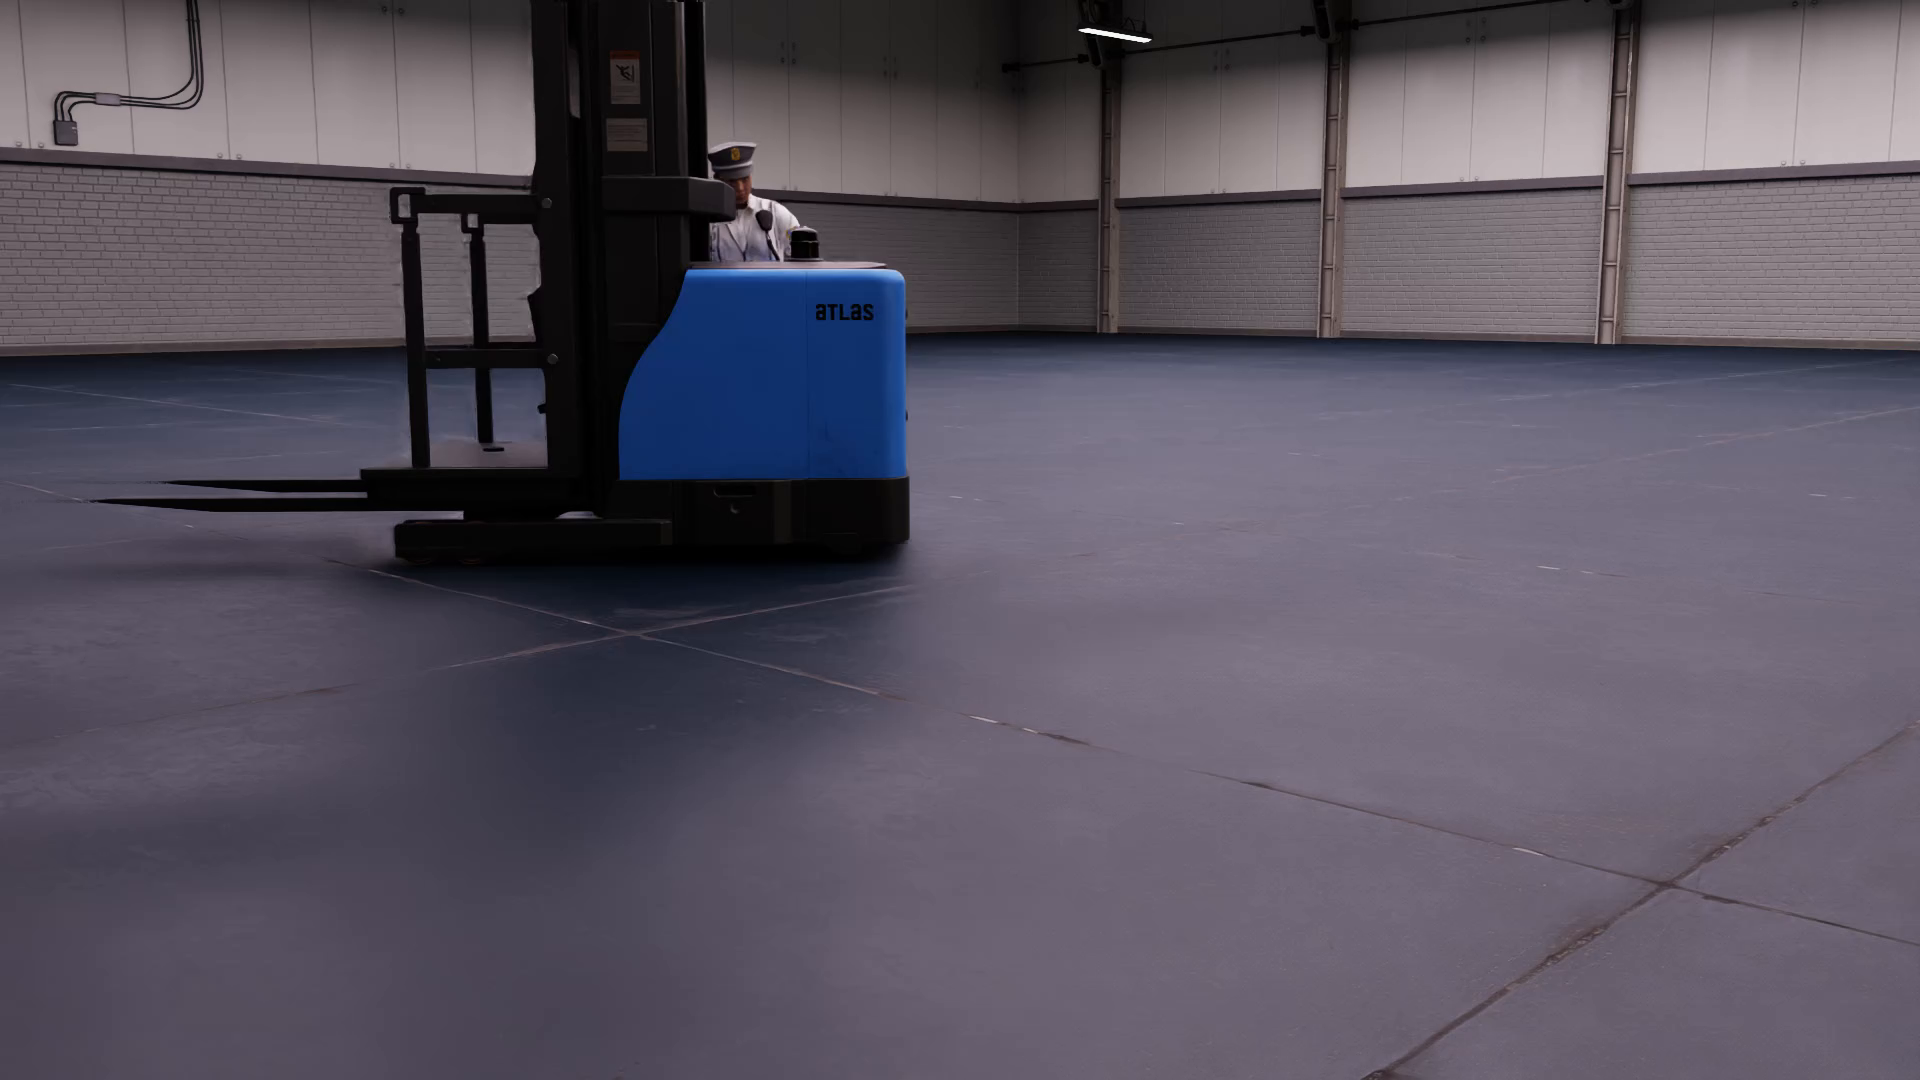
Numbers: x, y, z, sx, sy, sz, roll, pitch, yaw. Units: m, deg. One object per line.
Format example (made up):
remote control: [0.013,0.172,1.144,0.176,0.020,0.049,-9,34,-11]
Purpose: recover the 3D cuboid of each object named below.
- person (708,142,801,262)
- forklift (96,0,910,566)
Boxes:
person: [-0.936,-0.912,7.356,0.777,1.625,0.393,-1,9,-5]
forklift: [-1.722,-1.435,6.404,3.031,2.935,1.130,0,9,-2]
